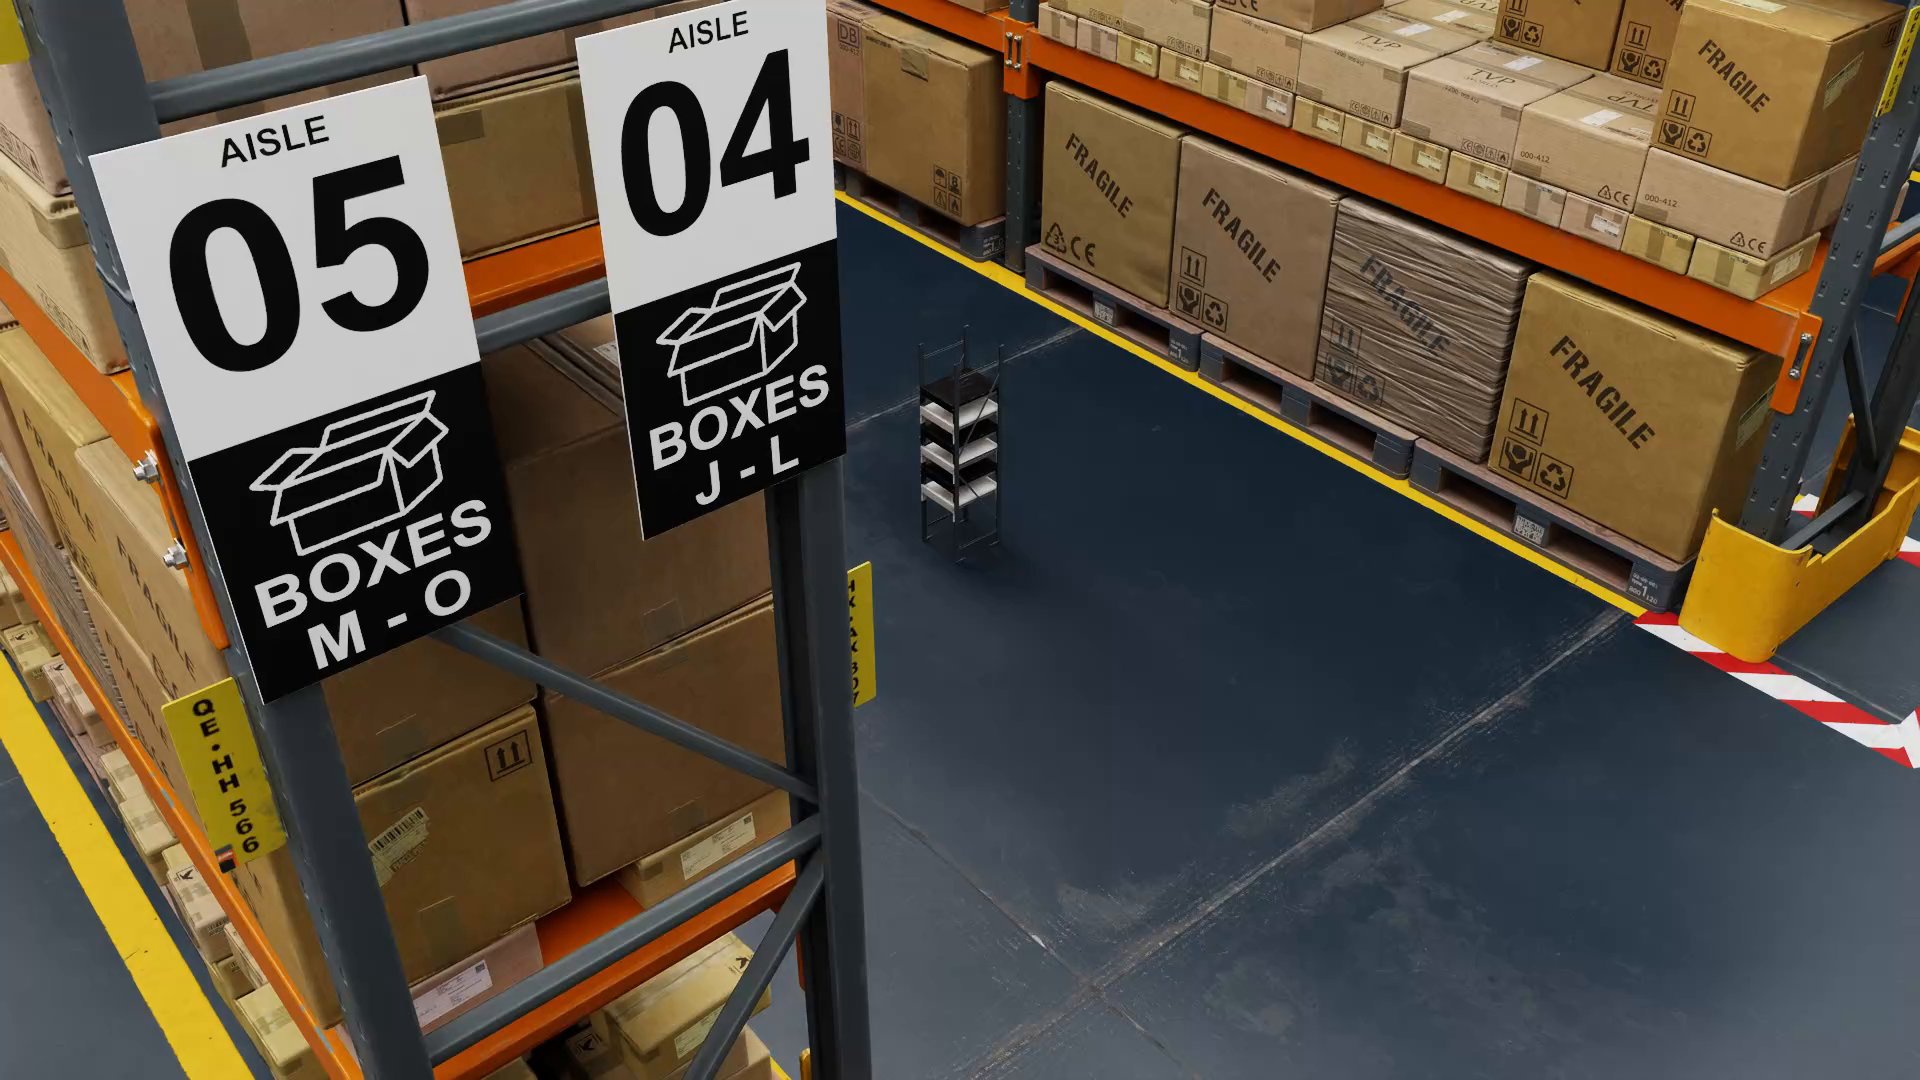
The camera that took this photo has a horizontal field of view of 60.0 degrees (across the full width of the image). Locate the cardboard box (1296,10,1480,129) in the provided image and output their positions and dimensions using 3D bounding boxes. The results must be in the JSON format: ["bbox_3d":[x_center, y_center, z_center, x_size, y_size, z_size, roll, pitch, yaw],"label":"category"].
[{"bbox_3d":[1.726,-1.911,6.725,0.500,0.250,0.500,-26,43,-32],"label":"cardboard box"}]

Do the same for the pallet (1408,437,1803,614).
[{"bbox_3d":[2.660,-0.245,6.913,1.003,0.211,1.213,-26,43,-32],"label":"pallet"}]

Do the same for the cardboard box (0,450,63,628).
[{"bbox_3d":[-2.082,-0.192,4.081,0.500,0.500,0.500,-24,42,-30],"label":"cardboard box"}]

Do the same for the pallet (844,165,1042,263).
[{"bbox_3d":[0.099,-1.999,9.390,1.003,0.211,1.213,-26,43,-32],"label":"pallet"}]

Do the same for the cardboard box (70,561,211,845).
[{"bbox_3d":[-1.433,0.253,3.454,0.500,0.500,0.500,-27,43,-32],"label":"cardboard box"}]

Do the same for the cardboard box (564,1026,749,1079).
[{"bbox_3d":[-0.760,1.290,4.179,0.380,0.149,0.250,-24,42,-30],"label":"cardboard box"}]

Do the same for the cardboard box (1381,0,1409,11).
[{"bbox_3d":[1.806,-2.335,7.324,0.500,0.250,0.500,-25,42,-31],"label":"cardboard box"}]

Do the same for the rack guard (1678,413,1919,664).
[{"bbox_3d":[3.252,-0.028,6.357,1.175,0.500,0.348,-26,43,-32],"label":"rack guard"}]

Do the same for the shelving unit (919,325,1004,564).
[{"bbox_3d":[0.005,-0.364,6.485,0.258,0.900,0.210,-26,43,-32],"label":"shelving unit"}]

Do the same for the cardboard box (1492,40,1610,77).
[{"bbox_3d":[2.471,-1.882,6.684,0.500,0.250,0.500,-28,44,-33],"label":"cardboard box"}]

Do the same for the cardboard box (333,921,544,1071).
[{"bbox_3d":[-1.044,0.811,3.227,0.380,0.149,0.250,-26,43,-32],"label":"cardboard box"}]

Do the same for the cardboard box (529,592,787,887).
[{"bbox_3d":[-0.697,0.283,3.411,0.500,0.500,0.500,-24,42,-30],"label":"cardboard box"}]

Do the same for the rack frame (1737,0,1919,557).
[{"bbox_3d":[3.236,-1.059,5.650,1.000,3.000,0.127,-26,43,-32],"label":"rack frame"}]

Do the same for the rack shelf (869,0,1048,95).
[{"bbox_3d":[-0.636,-3.414,9.598,1.077,0.370,4.000,-26,43,-32],"label":"rack shelf"}]

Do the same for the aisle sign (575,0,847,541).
[{"bbox_3d":[-0.342,-0.394,2.462,0.394,0.787,0.004,-26,43,-32],"label":"aisle sign"}]

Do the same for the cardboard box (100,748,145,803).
[{"bbox_3d":[-2.347,0.689,5.028,0.380,0.149,0.250,-26,43,-32],"label":"cardboard box"}]

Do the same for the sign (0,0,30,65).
[{"bbox_3d":[-1.055,-0.641,1.698,0.100,0.325,0.005,-26,43,-32],"label":"sign"}]

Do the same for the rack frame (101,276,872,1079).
[{"bbox_3d":[-0.618,0.747,3.100,1.000,3.000,0.127,-26,43,-32],"label":"rack frame"}]

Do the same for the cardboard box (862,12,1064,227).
[{"bbox_3d":[0.226,-2.404,9.024,1.225,0.875,0.875,-26,43,-32],"label":"cardboard box"}]

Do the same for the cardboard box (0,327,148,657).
[{"bbox_3d":[-1.430,-0.157,3.167,0.500,0.500,0.500,-28,44,-33],"label":"cardboard box"}]

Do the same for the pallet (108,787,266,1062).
[{"bbox_3d":[-1.947,0.941,5.239,1.003,0.211,1.213,-26,43,-32],"label":"pallet"}]

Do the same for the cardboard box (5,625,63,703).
[{"bbox_3d":[-3.038,0.371,5.735,0.380,0.149,0.250,-25,42,-31],"label":"cardboard box"}]

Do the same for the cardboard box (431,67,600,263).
[{"bbox_3d":[-0.713,-0.710,2.691,0.500,0.250,0.500,-24,42,-30],"label":"cardboard box"}]

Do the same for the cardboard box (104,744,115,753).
[{"bbox_3d":[-2.636,0.554,5.475,0.380,0.149,0.250,-27,43,-33],"label":"cardboard box"}]

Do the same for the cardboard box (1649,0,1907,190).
[{"bbox_3d":[2.721,-1.542,5.555,0.500,0.500,0.500,-25,43,-31],"label":"cardboard box"}]

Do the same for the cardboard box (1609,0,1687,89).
[{"bbox_3d":[2.810,-1.958,6.143,0.500,0.500,0.500,-27,43,-33],"label":"cardboard box"}]

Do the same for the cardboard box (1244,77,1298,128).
[{"bbox_3d":[1.428,-1.895,7.048,0.380,0.149,0.250,-25,43,-31],"label":"cardboard box"}]

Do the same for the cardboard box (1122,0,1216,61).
[{"bbox_3d":[1.075,-2.358,7.357,0.500,0.250,0.500,-26,43,-32],"label":"cardboard box"}]

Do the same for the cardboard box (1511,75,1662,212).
[{"bbox_3d":[2.394,-1.458,6.086,0.500,0.250,0.500,-27,43,-33],"label":"cardboard box"}]

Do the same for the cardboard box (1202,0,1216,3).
[{"bbox_3d":[1.080,-2.664,7.139,0.500,0.500,0.500,-26,43,-32],"label":"cardboard box"}]

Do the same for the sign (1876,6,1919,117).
[{"bbox_3d":[2.813,-1.432,4.969,0.100,0.325,0.005,-26,43,-32],"label":"sign"}]

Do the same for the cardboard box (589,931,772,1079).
[{"bbox_3d":[-0.697,1.138,4.137,0.380,0.149,0.250,-28,44,-34],"label":"cardboard box"}]

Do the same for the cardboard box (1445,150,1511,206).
[{"bbox_3d":[2.095,-1.441,6.407,0.380,0.149,0.250,-27,43,-33],"label":"cardboard box"}]

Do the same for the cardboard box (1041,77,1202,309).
[{"bbox_3d":[1.020,-1.808,8.182,0.875,0.875,0.875,-26,43,-32],"label":"cardboard box"}]

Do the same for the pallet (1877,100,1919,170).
[{"bbox_3d":[5.734,-2.685,10.359,1.003,0.211,1.213,-26,43,-32],"label":"pallet"}]

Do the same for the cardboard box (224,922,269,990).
[{"bbox_3d":[-1.654,1.019,4.304,0.380,0.149,0.250,-28,44,-33],"label":"cardboard box"}]

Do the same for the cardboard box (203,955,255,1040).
[{"bbox_3d":[-1.847,1.166,4.611,0.380,0.149,0.250,-28,44,-34],"label":"cardboard box"}]

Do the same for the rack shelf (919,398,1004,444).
[{"bbox_3d":[0.005,-0.483,6.400,0.258,0.077,0.200,-26,43,-32],"label":"rack shelf"}]

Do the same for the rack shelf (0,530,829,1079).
[{"bbox_3d":[-1.909,0.157,4.555,1.077,0.370,4.000,-26,43,-32],"label":"rack shelf"}]

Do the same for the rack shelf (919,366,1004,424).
[{"bbox_3d":[0.005,-0.557,6.348,0.258,0.077,0.200,-26,43,-32],"label":"rack shelf"}]

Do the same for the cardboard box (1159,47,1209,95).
[{"bbox_3d":[1.103,-2.120,7.365,0.380,0.149,0.250,-27,44,-33],"label":"cardboard box"}]

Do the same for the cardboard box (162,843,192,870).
[{"bbox_3d":[-2.009,0.918,4.704,0.380,0.149,0.250,-24,42,-30],"label":"cardboard box"}]

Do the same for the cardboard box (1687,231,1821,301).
[{"bbox_3d":[2.755,-0.991,5.771,0.380,0.149,0.250,-25,42,-31],"label":"cardboard box"}]

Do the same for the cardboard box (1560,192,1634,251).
[{"bbox_3d":[2.424,-1.217,6.090,0.380,0.149,0.250,-26,43,-32],"label":"cardboard box"}]

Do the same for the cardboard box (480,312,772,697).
[{"bbox_3d":[-0.705,-0.121,3.116,0.500,0.500,0.500,-26,43,-32],"label":"cardboard box"}]

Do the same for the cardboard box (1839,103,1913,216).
[{"bbox_3d":[3.133,-1.432,6.048,0.500,0.250,0.500,-27,43,-33],"label":"cardboard box"}]

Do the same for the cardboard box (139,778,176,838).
[{"bbox_3d":[-2.146,0.659,4.813,0.380,0.149,0.250,-26,43,-32],"label":"cardboard box"}]

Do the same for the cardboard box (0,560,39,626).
[{"bbox_3d":[-3.003,0.103,5.598,0.380,0.149,0.250,-24,42,-30],"label":"cardboard box"}]

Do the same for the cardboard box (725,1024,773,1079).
[{"bbox_3d":[-0.712,1.388,4.298,0.380,0.149,0.250,-25,42,-31],"label":"cardboard box"}]

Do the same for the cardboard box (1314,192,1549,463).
[{"bbox_3d":[2.175,-1.018,7.066,0.875,0.875,0.875,-26,43,-32],"label":"cardboard box"}]

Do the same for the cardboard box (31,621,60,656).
[{"bbox_3d":[-2.978,0.209,5.706,0.380,0.149,0.250,-26,43,-31],"label":"cardboard box"}]

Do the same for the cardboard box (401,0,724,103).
[{"bbox_3d":[-0.709,-0.915,2.549,0.500,0.250,0.500,-25,42,-31],"label":"cardboard box"}]

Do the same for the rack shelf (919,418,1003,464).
[{"bbox_3d":[0.005,-0.410,6.452,0.258,0.077,0.200,-26,43,-32],"label":"rack shelf"}]

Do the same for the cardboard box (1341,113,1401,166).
[{"bbox_3d":[1.768,-1.666,6.724,0.380,0.149,0.250,-25,42,-31],"label":"cardboard box"}]

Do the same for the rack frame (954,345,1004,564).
[{"bbox_3d":[0.071,-0.319,6.421,0.240,0.900,0.006,-26,43,-32],"label":"rack frame"}]

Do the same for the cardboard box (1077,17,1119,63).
[{"bbox_3d":[0.761,-2.352,7.692,0.380,0.149,0.250,-28,44,-33],"label":"cardboard box"}]

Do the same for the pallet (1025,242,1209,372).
[{"bbox_3d":[1.086,-1.322,8.434,1.003,0.211,1.213,-26,43,-32],"label":"pallet"}]

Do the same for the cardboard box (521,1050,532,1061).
[{"bbox_3d":[-1.272,1.224,4.015,0.380,0.149,0.250,-25,42,-31],"label":"cardboard box"}]
